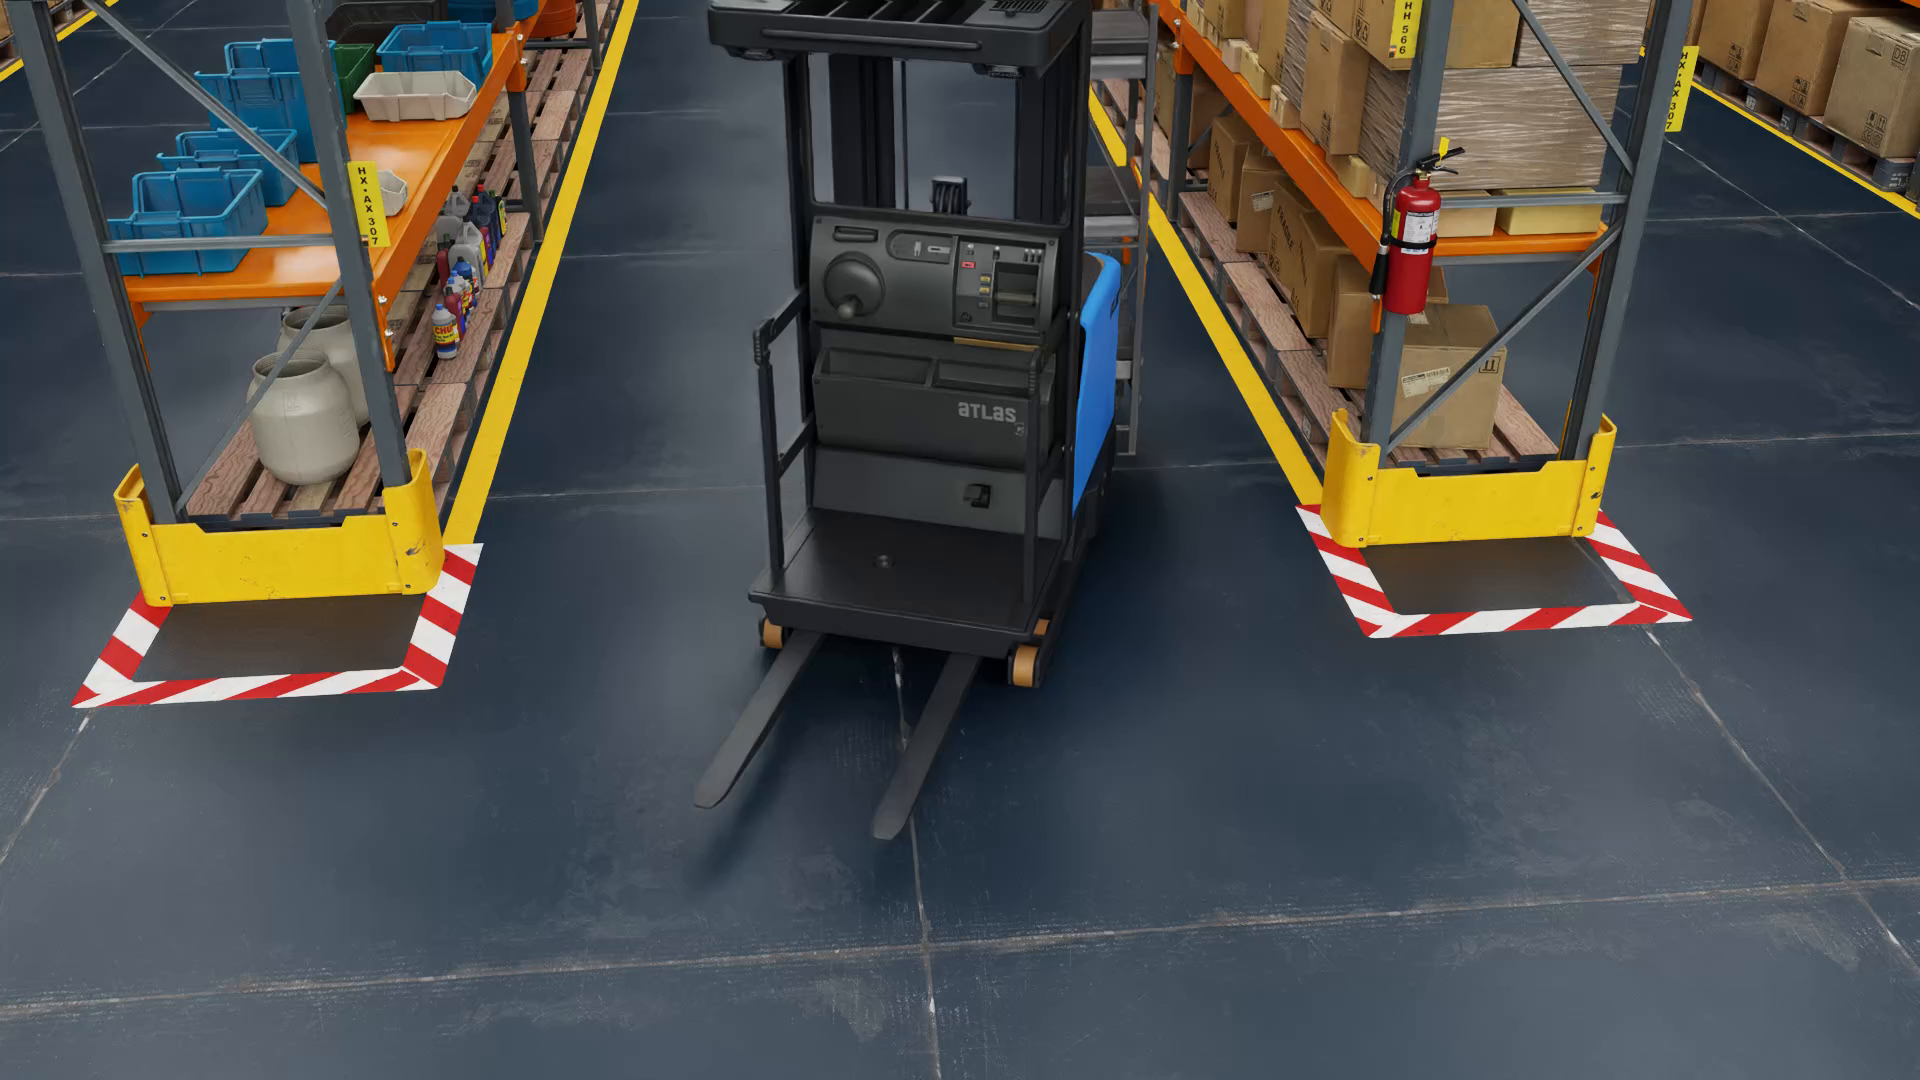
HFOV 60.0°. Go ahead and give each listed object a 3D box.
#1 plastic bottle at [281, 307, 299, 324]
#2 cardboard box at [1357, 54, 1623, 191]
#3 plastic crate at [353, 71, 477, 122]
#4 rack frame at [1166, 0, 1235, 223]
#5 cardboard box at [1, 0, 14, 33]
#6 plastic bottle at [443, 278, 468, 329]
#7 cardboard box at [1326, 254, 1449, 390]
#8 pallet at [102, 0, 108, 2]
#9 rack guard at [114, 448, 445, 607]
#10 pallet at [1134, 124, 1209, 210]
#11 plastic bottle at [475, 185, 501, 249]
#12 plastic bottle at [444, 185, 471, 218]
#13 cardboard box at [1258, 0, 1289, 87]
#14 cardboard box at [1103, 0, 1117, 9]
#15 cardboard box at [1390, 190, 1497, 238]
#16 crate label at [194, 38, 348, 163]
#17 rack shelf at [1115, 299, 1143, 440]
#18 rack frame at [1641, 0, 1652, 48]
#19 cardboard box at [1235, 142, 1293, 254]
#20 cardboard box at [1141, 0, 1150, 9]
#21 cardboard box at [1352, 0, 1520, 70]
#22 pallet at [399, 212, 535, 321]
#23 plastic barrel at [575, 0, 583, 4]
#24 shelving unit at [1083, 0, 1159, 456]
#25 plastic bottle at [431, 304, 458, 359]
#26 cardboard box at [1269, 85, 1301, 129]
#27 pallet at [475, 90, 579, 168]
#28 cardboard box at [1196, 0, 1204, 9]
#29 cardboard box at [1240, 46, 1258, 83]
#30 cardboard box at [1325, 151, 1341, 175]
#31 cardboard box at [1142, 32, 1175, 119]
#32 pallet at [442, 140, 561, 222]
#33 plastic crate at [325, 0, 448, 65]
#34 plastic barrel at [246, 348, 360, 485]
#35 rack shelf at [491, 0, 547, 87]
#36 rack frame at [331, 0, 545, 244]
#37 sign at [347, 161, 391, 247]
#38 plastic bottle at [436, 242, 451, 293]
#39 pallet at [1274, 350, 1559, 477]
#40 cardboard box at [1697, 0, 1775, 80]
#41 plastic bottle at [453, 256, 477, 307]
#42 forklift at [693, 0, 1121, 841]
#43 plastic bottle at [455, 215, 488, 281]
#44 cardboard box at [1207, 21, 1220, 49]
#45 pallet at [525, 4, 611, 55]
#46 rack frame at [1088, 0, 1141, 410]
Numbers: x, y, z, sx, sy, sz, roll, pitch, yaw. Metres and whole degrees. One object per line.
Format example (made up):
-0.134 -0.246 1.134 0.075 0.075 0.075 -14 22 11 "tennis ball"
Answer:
-3.361 -1.090 8.369 0.061 0.283 0.133 -2 31 -3 "plastic bottle"
2.183 -1.782 6.920 0.875 0.500 0.500 -3 31 -5 "cardboard box"
-2.694 -2.204 8.271 0.530 0.136 0.437 -3 31 -5 "plastic crate"
1.834 -3.371 9.969 1.000 3.000 0.127 -3 31 -5 "rack frame"
-8.216 -4.569 13.984 0.500 0.500 0.500 -4 31 -6 "cardboard box"
-2.615 -1.225 8.607 0.097 0.271 0.097 0 31 0 "plastic bottle"
2.076 -1.059 8.126 0.500 0.500 0.500 5 31 8 "cardboard box"
-8.663 -5.372 16.038 1.003 0.211 1.213 -3 31 -5 "pallet"
-2.778 -0.055 6.855 1.175 0.500 0.348 -3 31 -5 "rack guard"
1.760 -2.571 11.349 1.003 0.211 1.213 -3 31 -5 "pallet"
-2.750 -1.871 9.611 0.144 0.351 0.185 -4 31 -6 "plastic bottle"
-2.894 -1.864 9.599 0.144 0.351 0.185 -3 31 -5 "plastic bottle"
1.979 -2.544 8.197 0.875 0.500 0.500 -3 31 -5 "cardboard box"
1.543 -4.188 13.345 0.700 0.500 0.500 -4 31 -7 "cardboard box"
1.975 -1.357 6.841 0.380 0.149 0.250 -3 31 -5 "cardboard box"
-3.165 -2.034 7.695 0.502 0.435 0.616 -3 31 -5 "crate label"
0.622 -0.814 7.952 0.431 0.518 0.480 -2 31 -2 "rack shelf"
6.408 -5.599 13.699 1.000 3.000 0.127 -3 31 -5 "rack frame"
1.892 -1.980 9.668 0.500 0.500 0.500 7 32 11 "cardboard box"
1.612 -4.240 12.701 0.500 0.250 0.500 1 31 1 "cardboard box"
1.910 -2.198 6.642 0.500 0.500 0.500 -3 31 -5 "cardboard box"
-3.076 -1.592 9.709 1.003 0.211 1.213 -3 31 -5 "pallet"
-3.639 -5.147 14.883 0.600 0.588 0.708 -3 31 -5 "plastic barrel"
0.616 -1.426 7.585 0.431 2.100 0.503 -2 31 -2 "shelving unit"
-2.583 -1.050 8.314 0.097 0.271 0.097 0 31 0 "plastic bottle"
1.731 -2.118 8.115 0.380 0.149 0.250 -3 31 -5 "cardboard box"
-3.327 -2.960 12.000 1.003 0.211 1.213 -3 31 -5 "pallet"
1.814 -3.309 9.477 0.875 0.500 0.500 -3 31 -5 "cardboard box"
1.696 -2.502 8.759 0.380 0.149 0.250 -3 31 -5 "cardboard box"
1.870 -1.738 7.479 0.380 0.149 0.250 -3 31 -5 "cardboard box"
1.719 -3.331 11.911 0.700 0.500 0.500 -5 31 -9 "cardboard box"
-3.210 -2.336 10.955 1.003 0.211 1.213 -3 31 -5 "pallet"
-3.175 -2.834 9.130 0.767 0.338 0.504 -3 31 -5 "plastic crate"
-2.861 -0.536 7.239 0.421 0.512 0.421 0 31 0 "plastic barrel"
-3.284 -3.846 11.465 1.077 0.370 4.000 -3 31 -5 "rack shelf"
-3.098 -3.134 9.571 1.000 3.000 0.127 -3 31 -5 "rack frame"
-2.176 -1.235 6.122 0.100 0.325 0.005 -3 31 -5 "sign"
-2.797 -1.490 9.040 0.061 0.283 0.133 -3 31 -5 "plastic bottle"
2.160 -0.587 8.027 1.003 0.211 1.213 -3 31 -5 "pallet"
6.460 -4.052 12.894 1.050 0.750 0.750 -2 31 -4 "cardboard box"
-2.643 -1.379 8.866 0.097 0.271 0.097 0 31 0 "plastic bottle"
-0.155 -0.916 5.926 1.130 2.935 3.031 8 32 13 "forklift"
-2.702 -1.608 9.171 0.144 0.351 0.185 -3 31 -5 "plastic bottle"
1.616 -2.885 9.399 0.380 0.149 0.250 -3 31 -5 "cardboard box"
-3.586 -4.379 14.376 1.003 0.211 1.213 -3 31 -5 "pallet"
0.605 -1.551 7.794 0.400 2.100 0.015 -2 31 -2 "rack frame"
